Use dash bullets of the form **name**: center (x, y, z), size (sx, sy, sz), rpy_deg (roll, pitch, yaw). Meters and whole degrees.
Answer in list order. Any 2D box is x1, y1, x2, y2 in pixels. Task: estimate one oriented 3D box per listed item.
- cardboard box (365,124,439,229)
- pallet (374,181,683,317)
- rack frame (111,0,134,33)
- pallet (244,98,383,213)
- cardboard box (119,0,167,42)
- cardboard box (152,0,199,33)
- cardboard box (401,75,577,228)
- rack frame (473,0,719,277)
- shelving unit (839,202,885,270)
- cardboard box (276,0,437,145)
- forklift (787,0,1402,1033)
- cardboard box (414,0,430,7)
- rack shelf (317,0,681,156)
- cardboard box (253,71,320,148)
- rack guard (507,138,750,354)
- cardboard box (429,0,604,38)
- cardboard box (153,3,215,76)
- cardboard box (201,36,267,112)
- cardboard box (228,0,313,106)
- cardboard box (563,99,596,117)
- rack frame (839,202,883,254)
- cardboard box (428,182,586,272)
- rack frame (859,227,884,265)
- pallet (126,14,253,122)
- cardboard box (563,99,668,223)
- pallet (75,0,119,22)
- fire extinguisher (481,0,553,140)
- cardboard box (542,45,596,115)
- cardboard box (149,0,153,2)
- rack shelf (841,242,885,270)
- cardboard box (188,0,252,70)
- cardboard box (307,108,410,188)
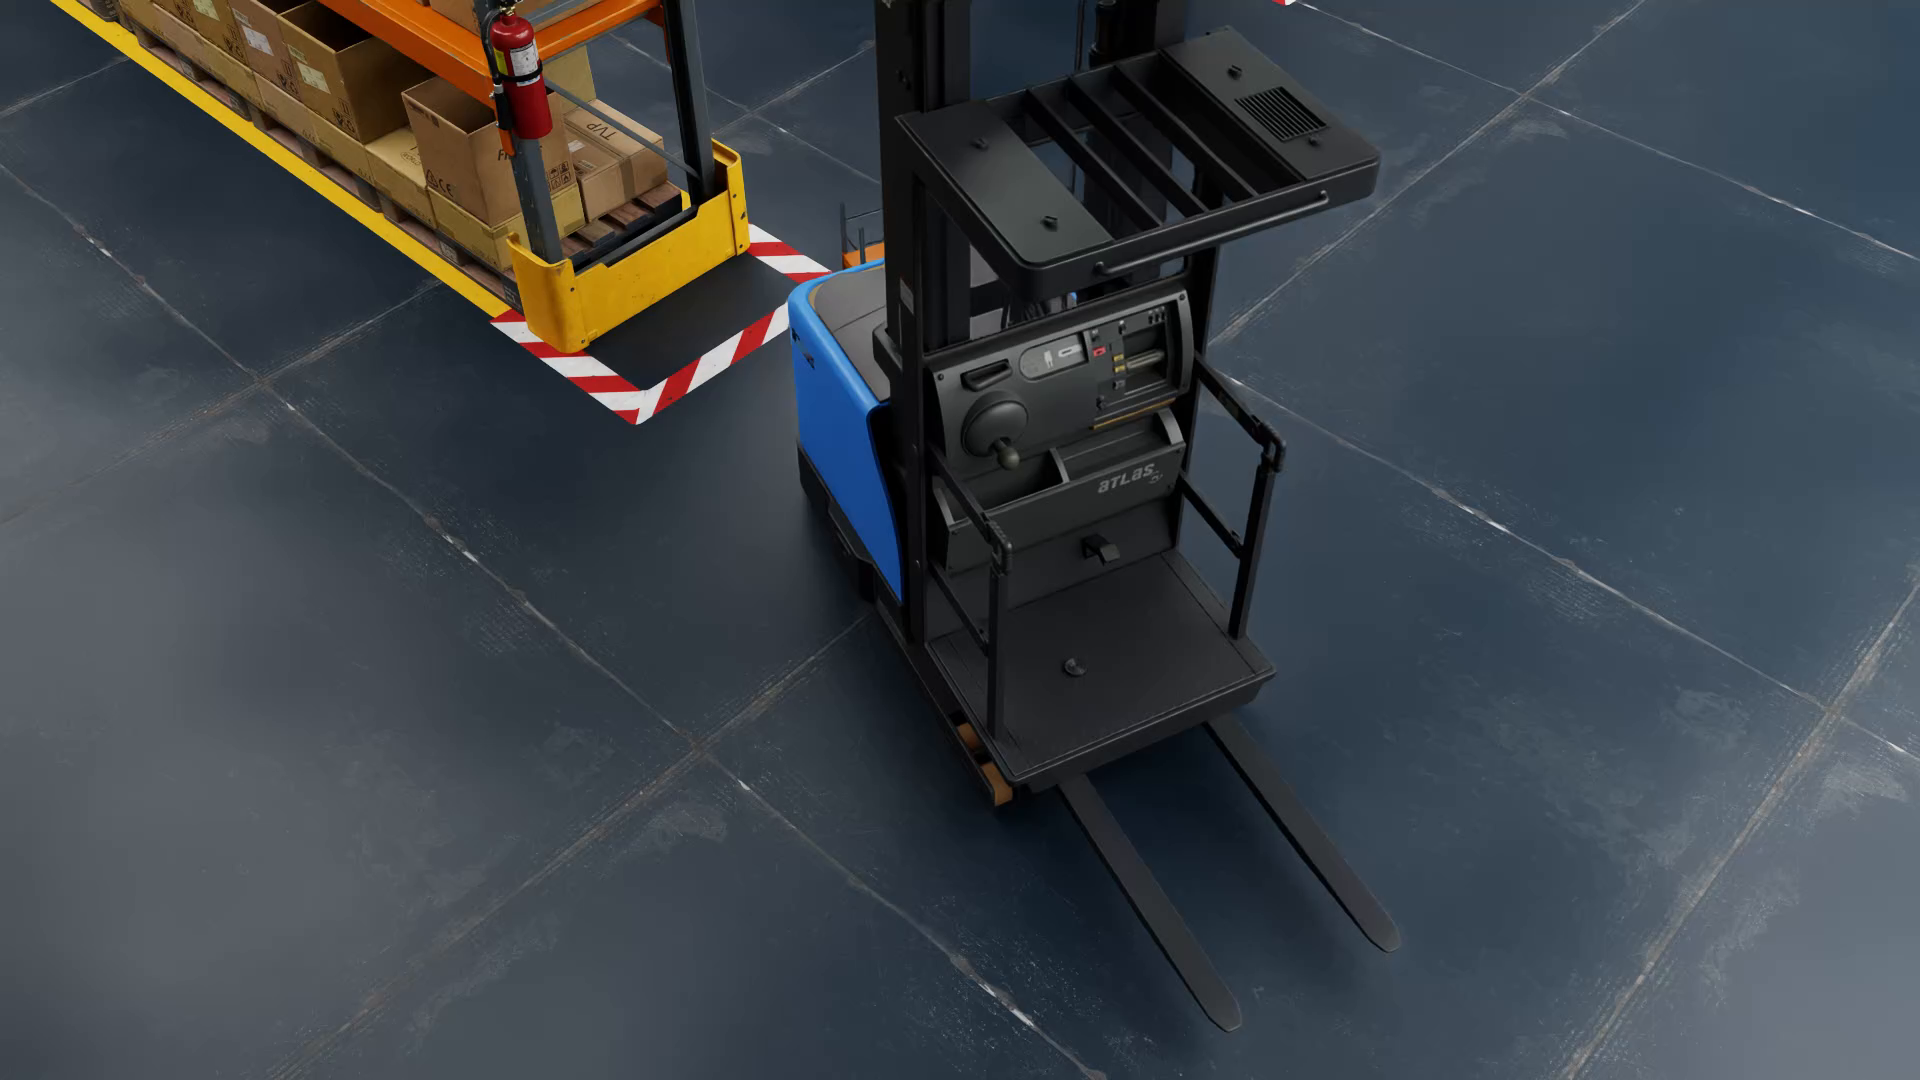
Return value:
- **cardboard box**: center (-2.521, -1.825, 8.112), size (0.500, 0.250, 0.500), rpy_deg (34, 55, 28)
- **pallet**: center (-2.141, -1.676, 8.287), size (1.213, 0.211, 1.003), rpy_deg (34, 55, 28)
- **rack frame**: center (-4.490, -4.252, 8.794), size (0.127, 3.000, 1.000), rpy_deg (34, 55, 28)
- **pallet**: center (-3.033, -2.279, 8.853), size (1.213, 0.211, 1.003), rpy_deg (34, 55, 28)
- **cardboard box**: center (-4.355, -3.063, 9.275), size (0.500, 0.250, 0.500), rpy_deg (34, 55, 28)
- **cardboard box**: center (-3.989, -3.072, 8.769), size (0.500, 0.500, 0.500), rpy_deg (34, 55, 28)
- **cardboard box**: center (-2.147, -1.840, 7.612), size (0.500, 0.500, 0.500), rpy_deg (34, 55, 28)
- **rack frame**: center (-1.551, -2.275, 6.937), size (0.127, 3.000, 1.000), rpy_deg (34, 55, 28)
- **shelving unit**: center (-0.319, -0.871, 6.853), size (0.258, 1.200, 0.189), rpy_deg (-20, 50, -18)
- **cardboard box**: center (-2.892, -2.326, 8.069), size (0.500, 0.500, 0.500), rpy_deg (34, 55, 28)
- **forklift**: center (0.442, -0.427, 5.248), size (1.130, 2.935, 3.031), rpy_deg (-20, 50, -18)
- **cardboard box**: center (-2.274, -2.804, 7.365), size (0.500, 0.500, 0.700), rpy_deg (35, 56, 29)
- **rack shelf**: center (-3.021, -3.017, 8.127), size (4.000, 0.370, 1.077), rpy_deg (34, 55, 28)
- **cardboard box**: center (-3.256, -2.319, 8.577), size (0.500, 0.250, 0.500), rpy_deg (34, 55, 28)
- **rack guard**: center (-1.533, -1.407, 7.837), size (0.348, 0.500, 1.175), rpy_deg (34, 55, 28)
- **cardboard box**: center (-1.885, -2.546, 7.123), size (0.500, 0.500, 0.700), rpy_deg (34, 55, 28)
- **cardboard box**: center (-3.991, -2.813, 9.040), size (0.500, 0.250, 0.500), rpy_deg (34, 55, 28)
- **cardboard box**: center (-3.627, -2.563, 8.806), size (0.500, 0.250, 0.500), rpy_deg (34, 55, 28)
- **cardboard box**: center (-3.258, -2.574, 8.301), size (0.500, 0.500, 0.500), rpy_deg (34, 55, 28)
- **cardboard box**: center (-2.164, -2.107, 8.377), size (0.500, 0.250, 0.500), rpy_deg (34, 55, 28)
- **rack frame**: center (-0.360, -0.931, 6.909), size (0.240, 1.200, 0.006), rpy_deg (-20, 50, -18)
- **cardboard box**: center (-2.145, -1.584, 7.886), size (0.500, 0.250, 0.500), rpy_deg (34, 55, 28)
- **rack frame**: center (-0.278, -0.811, 6.797), size (0.240, 1.200, 0.006), rpy_deg (-20, 50, -18)
- **pallet**: center (-3.934, -2.882, 9.420), size (1.213, 0.211, 1.003), rpy_deg (34, 55, 28)
- **cardboard box**: center (-1.794, -1.861, 8.147), size (0.500, 0.250, 0.500), rpy_deg (34, 55, 28)
- **pallet**: center (-5.058, -3.641, 10.133), size (1.213, 0.211, 1.003), rpy_deg (34, 55, 28)
- **fire extinguisher**: center (-1.779, -1.941, 6.676), size (0.183, 0.674, 0.296), rpy_deg (34, 55, 28)
- **cardboard box**: center (-2.163, -2.364, 8.105), size (0.500, 0.500, 0.500), rpy_deg (34, 55, 28)
- **cardboard box**: center (-4.362, -3.315, 8.997), size (0.500, 0.500, 0.500), rpy_deg (34, 55, 28)
- **rack shelf**: center (-0.319, -1.087, 6.623), size (0.258, 0.103, 0.180), rpy_deg (-20, 50, -18)
- **cardboard box**: center (-3.627, -2.820, 8.533), size (0.500, 0.500, 0.500), rpy_deg (34, 55, 28)
- **cardboard box**: center (-2.889, -2.071, 8.344), size (0.500, 0.250, 0.500), rpy_deg (34, 55, 28)
